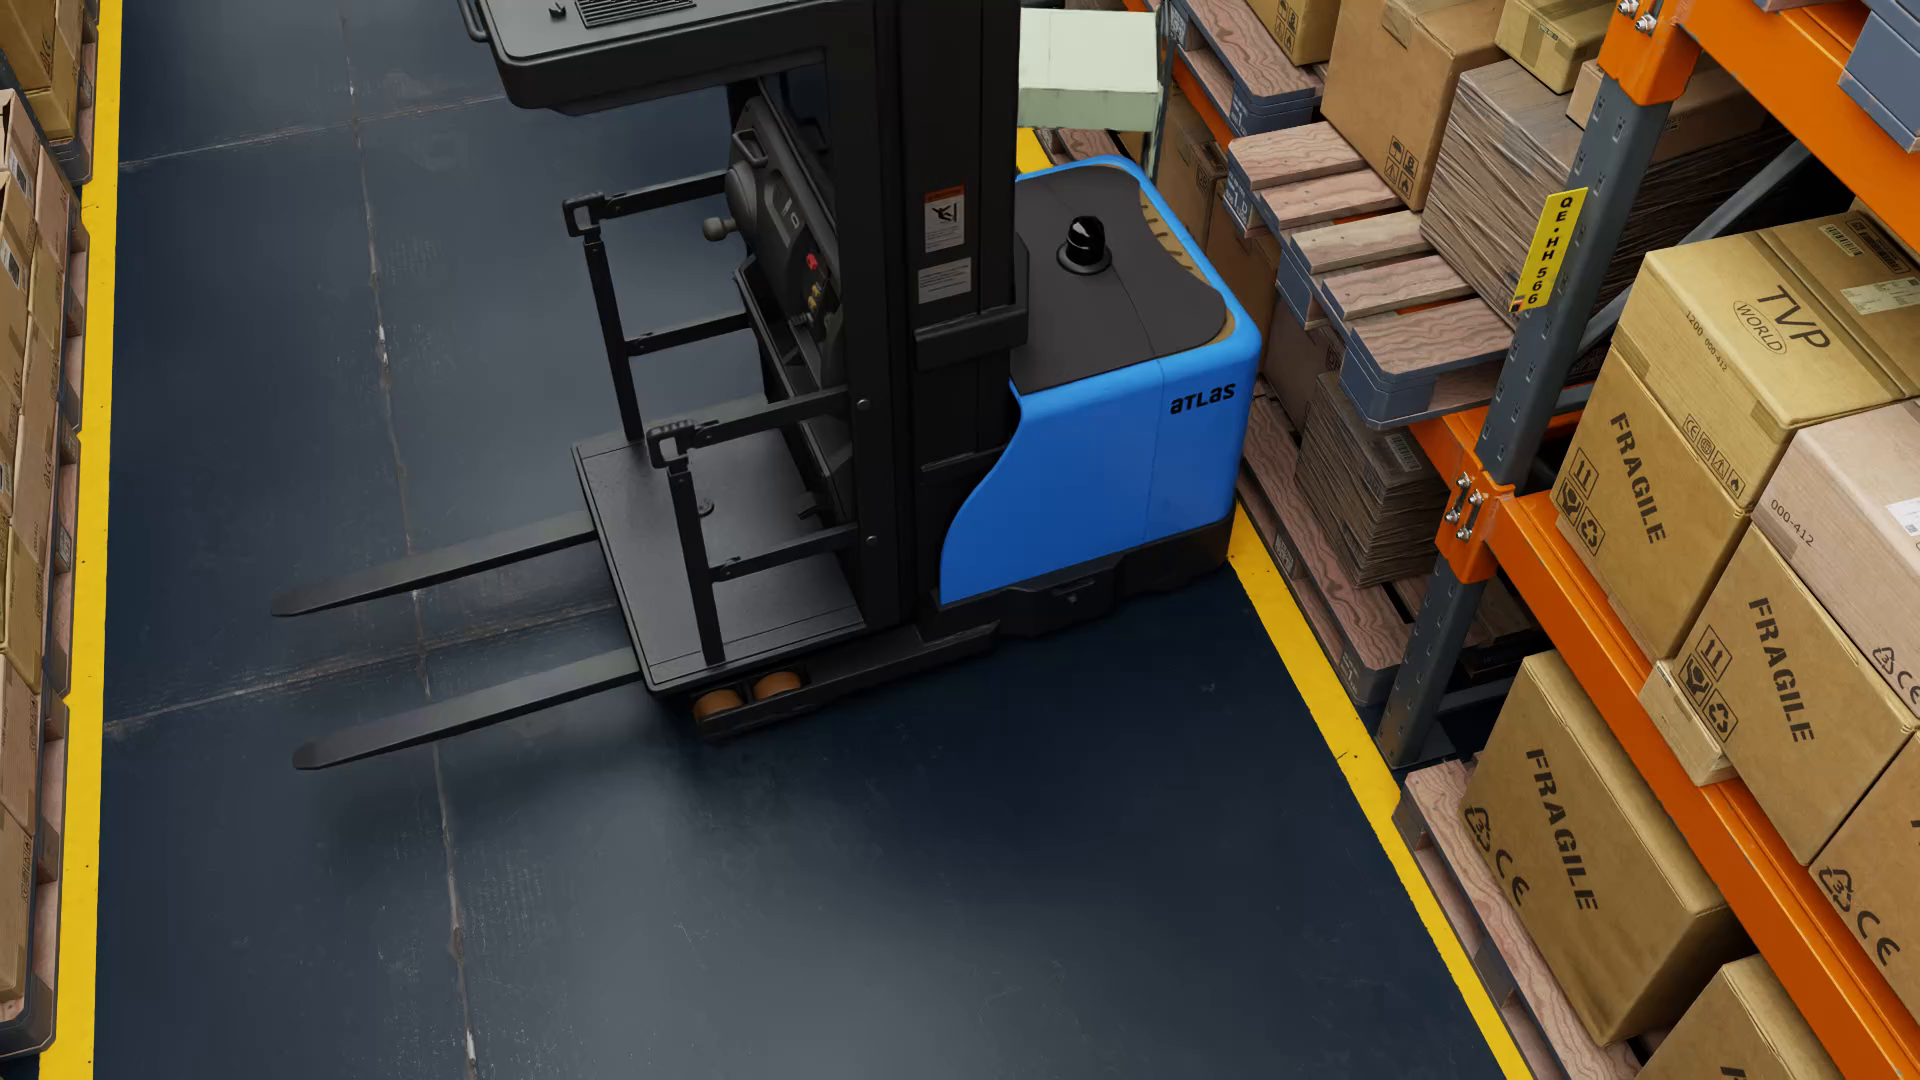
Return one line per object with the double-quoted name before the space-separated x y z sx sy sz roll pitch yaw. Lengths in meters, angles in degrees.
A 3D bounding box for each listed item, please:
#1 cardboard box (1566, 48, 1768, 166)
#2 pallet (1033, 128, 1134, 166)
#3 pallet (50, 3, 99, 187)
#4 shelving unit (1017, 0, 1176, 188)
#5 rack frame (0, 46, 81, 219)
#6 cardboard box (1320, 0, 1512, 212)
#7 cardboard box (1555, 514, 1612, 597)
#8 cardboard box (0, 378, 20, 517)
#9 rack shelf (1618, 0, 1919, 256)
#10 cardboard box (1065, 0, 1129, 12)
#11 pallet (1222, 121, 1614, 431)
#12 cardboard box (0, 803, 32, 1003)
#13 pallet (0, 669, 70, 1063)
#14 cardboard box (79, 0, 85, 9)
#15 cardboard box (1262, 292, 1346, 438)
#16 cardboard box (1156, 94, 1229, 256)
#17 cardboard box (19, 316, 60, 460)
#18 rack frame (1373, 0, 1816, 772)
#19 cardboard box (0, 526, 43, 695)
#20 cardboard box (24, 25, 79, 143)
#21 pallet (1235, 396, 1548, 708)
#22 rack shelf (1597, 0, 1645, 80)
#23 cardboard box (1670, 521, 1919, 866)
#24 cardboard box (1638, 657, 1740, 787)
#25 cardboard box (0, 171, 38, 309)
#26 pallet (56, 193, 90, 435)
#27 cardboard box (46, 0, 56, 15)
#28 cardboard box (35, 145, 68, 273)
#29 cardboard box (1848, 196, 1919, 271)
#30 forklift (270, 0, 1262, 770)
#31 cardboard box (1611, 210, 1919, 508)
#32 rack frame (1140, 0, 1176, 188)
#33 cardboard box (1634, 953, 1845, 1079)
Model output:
"cardboard box" 1.663 -1.036 3.884 0.380 0.149 0.250 -19 53 -16
"pallet" 0.842 -1.862 7.182 1.003 0.211 1.213 -13 51 -11
"pallet" -4.315 -1.898 7.212 1.003 0.211 1.213 -13 51 -11
"shelving unit" 0.280 -1.253 5.768 0.755 1.500 0.431 3 54 1
"rack frame" -4.120 -2.206 5.648 1.000 3.000 0.127 -13 51 -11
"cardboard box" 1.454 -1.325 4.552 0.700 0.500 0.500 -18 52 -14
"cardboard box" 1.670 -0.040 3.973 0.380 0.149 0.250 -14 51 -12
"cardboard box" -3.276 -0.294 5.193 0.500 0.311 0.500 -14 51 -11
"rack shelf" 2.385 0.318 2.028 1.077 0.370 4.000 -13 51 -11
"cardboard box" 0.844 -2.131 6.932 0.700 0.500 0.500 -12 51 -10
"pallet" 1.481 -0.842 4.623 1.213 0.211 1.003 -13 51 -11
"cardboard box" -2.812 1.017 4.454 0.500 0.250 0.500 -13 51 -11
"pallet" -3.144 1.004 4.766 1.003 0.211 1.213 -13 51 -11
"cardboard box" -4.254 -2.595 7.500 0.500 0.250 0.500 -13 51 -11
"cardboard box" 1.490 -0.660 5.692 0.700 0.500 0.500 -13 51 -11
"cardboard box" 1.157 -1.383 6.301 0.700 0.500 0.500 -13 51 -11
"cardboard box" -3.421 -0.475 5.712 0.500 0.250 0.500 -12 51 -10
"rack frame" 1.794 -0.407 4.132 1.000 3.000 0.127 -13 51 -11
"cardboard box" -3.121 0.272 5.083 0.500 0.250 0.500 -15 51 -12
"cardboard box" -3.968 -1.862 6.882 0.500 0.250 0.500 -13 51 -11
"pallet" 1.564 -0.080 5.679 1.003 0.211 1.213 -13 51 -11
"rack shelf" 1.202 -2.603 4.491 1.077 0.370 4.000 -13 51 -11
"cardboard box" 1.839 0.255 3.300 0.500 0.500 0.500 -12 51 -10
"cardboard box" 1.734 0.359 3.637 0.380 0.149 0.250 -12 51 -10
"cardboard box" -3.567 -1.026 5.810 0.500 0.311 0.500 -12 51 -10
"pallet" -3.865 -0.778 6.268 1.003 0.211 1.213 -13 51 -11
"cardboard box" -4.114 -2.470 6.904 0.500 0.500 0.500 -13 51 -11
"cardboard box" -3.721 -1.218 6.339 0.500 0.250 0.500 -14 51 -11
"cardboard box" 2.175 -0.511 3.455 0.500 0.250 0.500 -12 51 -10
"forklift" -0.665 -0.781 4.492 3.031 2.935 1.130 -16 52 -13
"cardboard box" 1.690 -0.373 3.339 0.500 0.250 0.500 -12 51 -10
"rack frame" 0.646 -1.237 5.760 0.023 1.500 0.400 3 54 1
"cardboard box" 2.139 1.358 3.775 0.750 0.750 0.750 -14 51 -11
